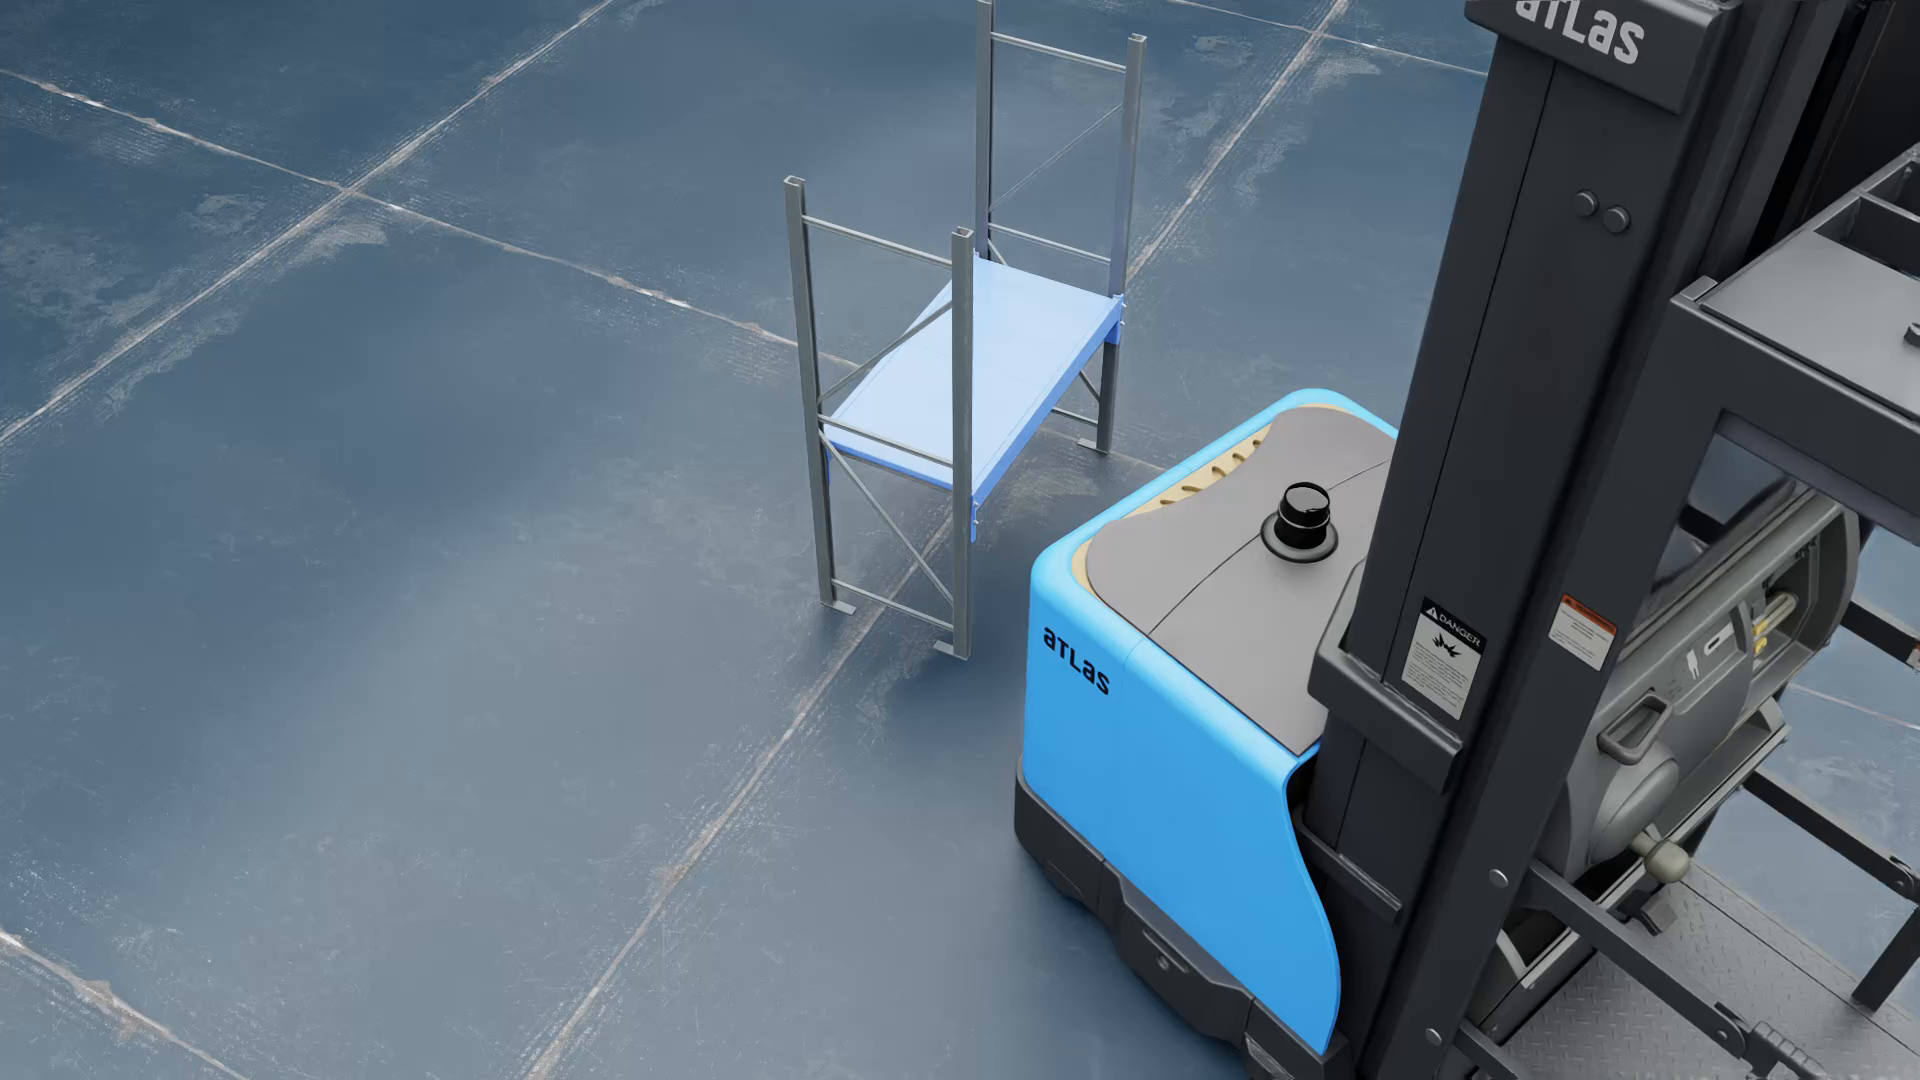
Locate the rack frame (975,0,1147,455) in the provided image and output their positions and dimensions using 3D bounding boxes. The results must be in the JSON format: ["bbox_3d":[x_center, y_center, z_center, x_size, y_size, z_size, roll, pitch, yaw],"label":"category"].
[{"bbox_3d":[0.276,-0.901,5.086,0.500,1.500,0.032,20,49,19],"label":"rack frame"}]

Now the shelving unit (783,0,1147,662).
[{"bbox_3d":[0.040,-0.581,4.770,0.538,1.500,1.048,20,49,19],"label":"shelving unit"}]

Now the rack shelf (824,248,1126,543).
[{"bbox_3d":[0.040,-0.455,4.898,0.538,0.185,1.000,20,49,19],"label":"rack shelf"}]

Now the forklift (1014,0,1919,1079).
[{"bbox_3d":[1.483,0.340,2.853,1.130,2.935,3.031,-31,53,-27],"label":"forklift"}]

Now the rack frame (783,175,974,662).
[{"bbox_3d":[-0.196,-0.261,4.453,0.500,1.500,0.032,20,49,19],"label":"rack frame"}]
